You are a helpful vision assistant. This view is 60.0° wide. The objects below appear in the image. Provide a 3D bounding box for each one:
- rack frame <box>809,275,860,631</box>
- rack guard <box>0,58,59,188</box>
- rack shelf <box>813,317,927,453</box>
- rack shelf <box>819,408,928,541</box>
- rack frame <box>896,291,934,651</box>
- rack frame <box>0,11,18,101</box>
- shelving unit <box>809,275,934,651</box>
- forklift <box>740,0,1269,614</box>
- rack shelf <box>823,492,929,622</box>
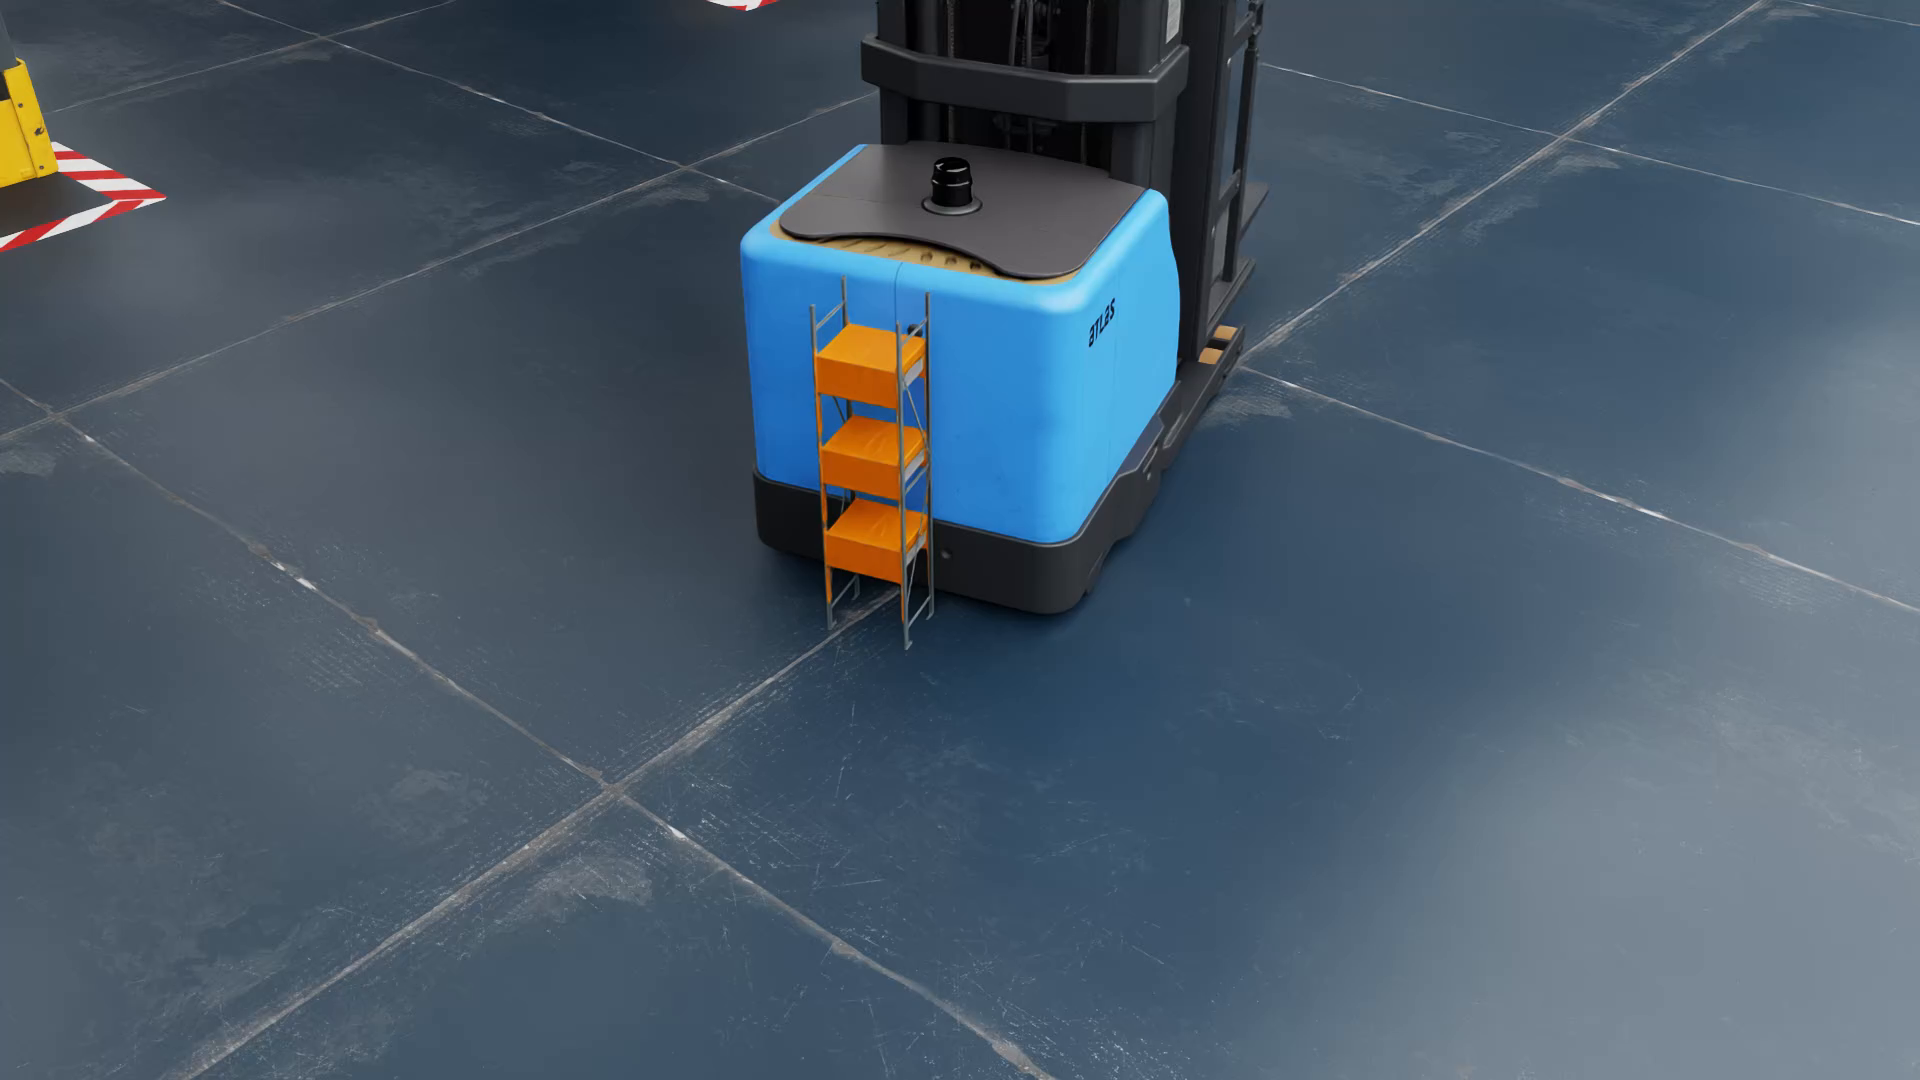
[{"bbox_3d":[-0.345,-0.218,4.640,0.008,1.050,0.200,13,37,19],"label":"rack frame"},{"bbox_3d":[-4.691,-1.743,7.347,0.348,0.500,1.175,25,42,32],"label":"rack guard"},{"bbox_3d":[-0.232,-0.416,4.446,0.240,0.259,0.215,13,37,19],"label":"rack shelf"},{"bbox_3d":[-0.232,-0.183,4.607,0.240,0.259,0.215,13,37,19],"label":"rack shelf"},{"bbox_3d":[-0.120,-0.165,4.562,0.008,1.050,0.200,13,37,19],"label":"rack frame"},{"bbox_3d":[-4.602,-2.766,6.629,0.127,3.000,1.000,25,42,32],"label":"rack frame"},{"bbox_3d":[-0.232,-0.191,4.601,0.252,1.050,0.215,13,37,19],"label":"shelving unit"},{"bbox_3d":[0.410,-1.820,5.311,1.130,2.935,3.031,13,37,19],"label":"forklift"},{"bbox_3d":[-0.232,0.046,4.765,0.240,0.259,0.215,13,37,19],"label":"rack shelf"}]
